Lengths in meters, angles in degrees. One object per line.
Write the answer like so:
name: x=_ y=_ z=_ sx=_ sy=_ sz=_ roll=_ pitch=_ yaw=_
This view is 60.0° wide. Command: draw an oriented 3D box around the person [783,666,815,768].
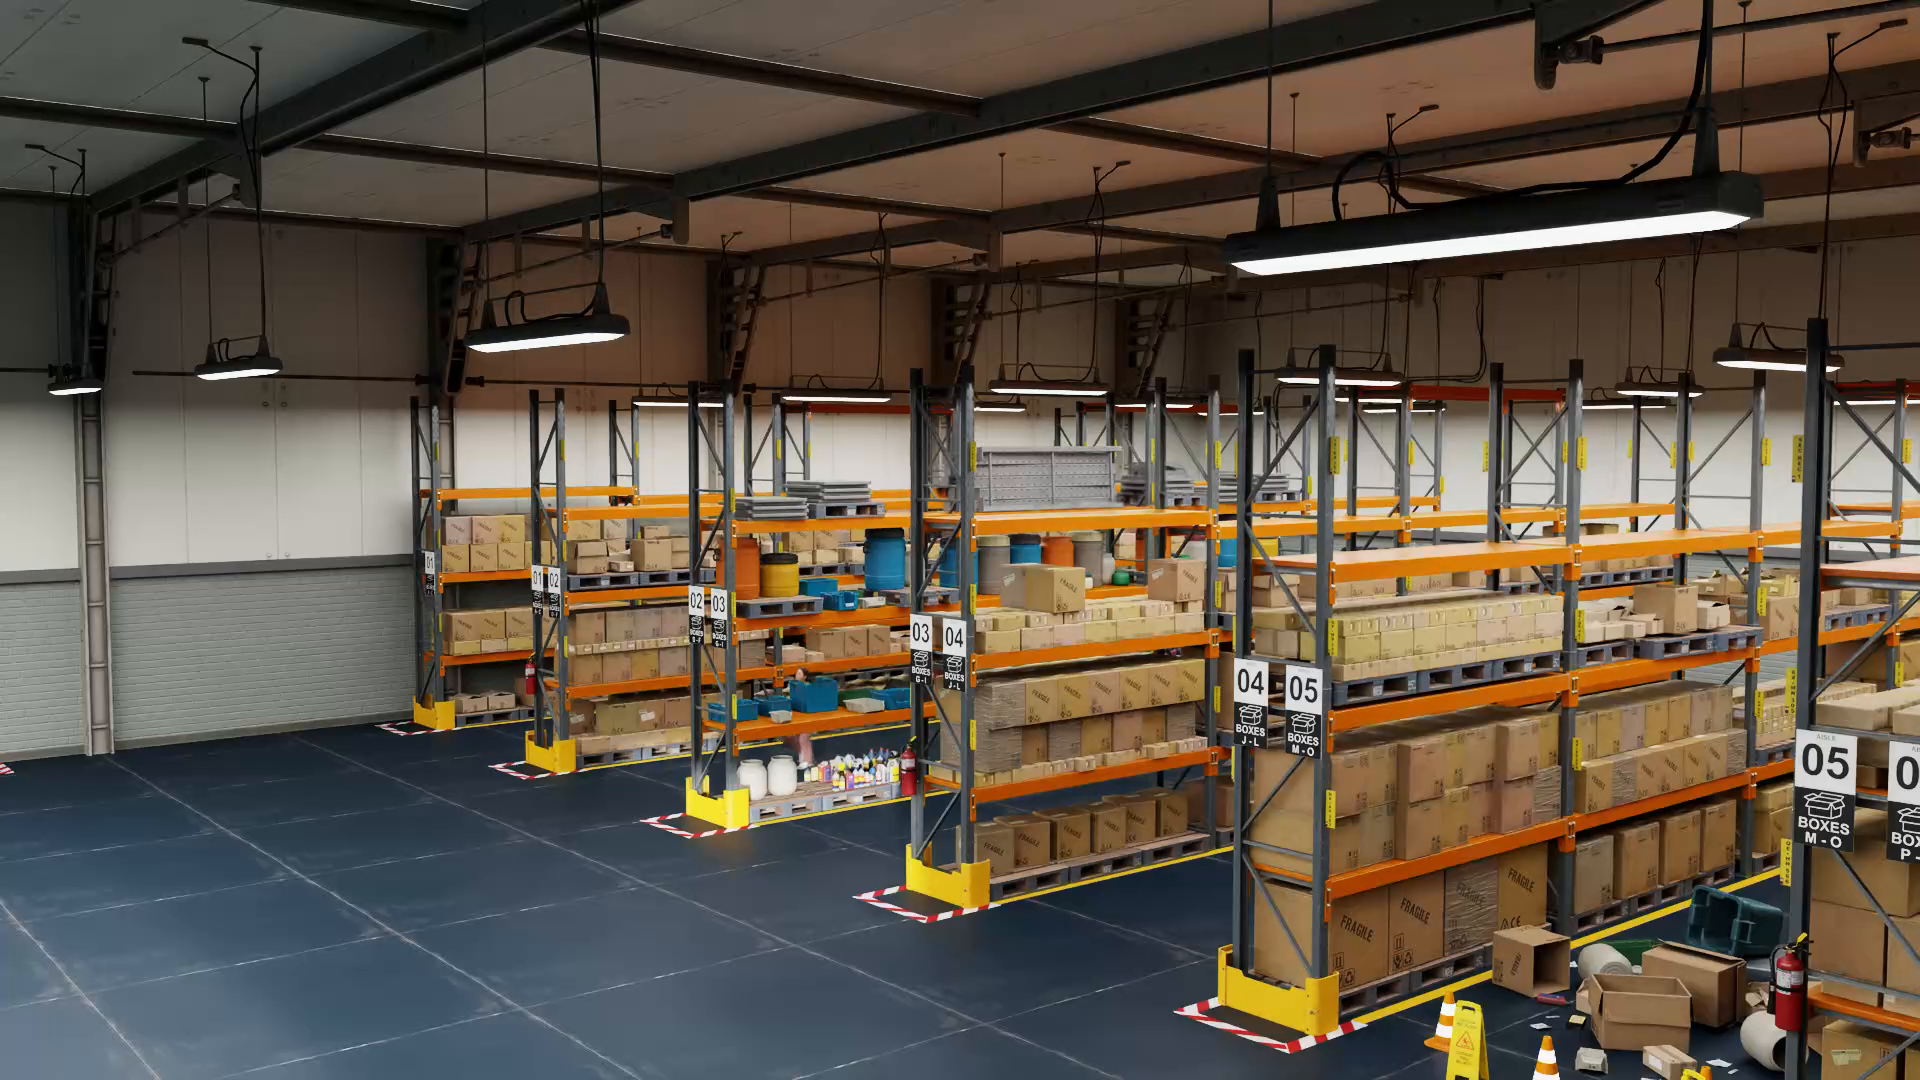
person: x=-2.482 y=2.797 z=26.201 sx=0.581 sy=1.627 sz=0.583 roll=3 pitch=4 yaw=38

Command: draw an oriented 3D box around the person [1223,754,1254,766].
person: x=4.520 y=2.732 z=26.486 sx=0.860 sy=1.694 sz=0.610 roll=-3 pitch=4 yaw=-40
